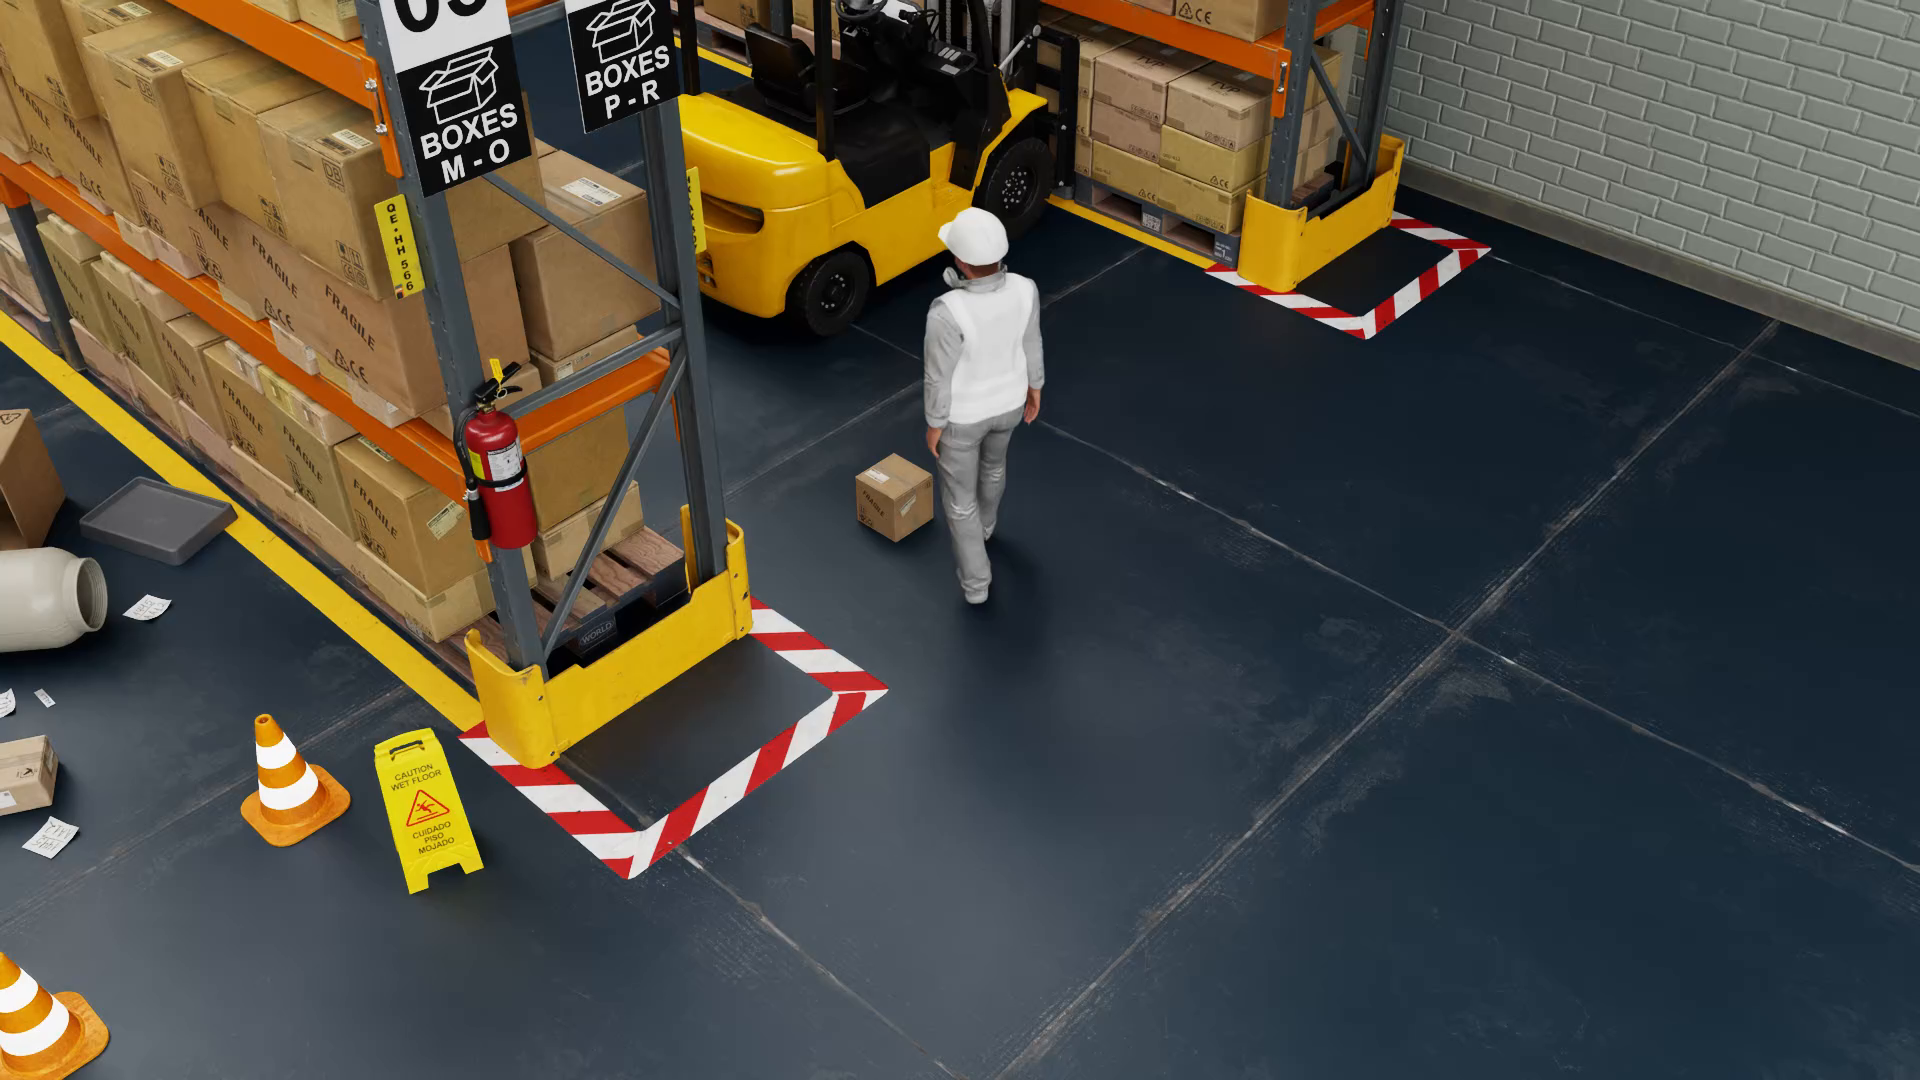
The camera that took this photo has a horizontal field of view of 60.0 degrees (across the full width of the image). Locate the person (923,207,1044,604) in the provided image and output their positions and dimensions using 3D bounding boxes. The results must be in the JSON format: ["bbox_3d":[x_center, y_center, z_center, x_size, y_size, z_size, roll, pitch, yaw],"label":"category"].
[{"bbox_3d":[0.044,-0.610,6.885,0.574,1.773,0.686,-21,44,-24],"label":"person"}]
